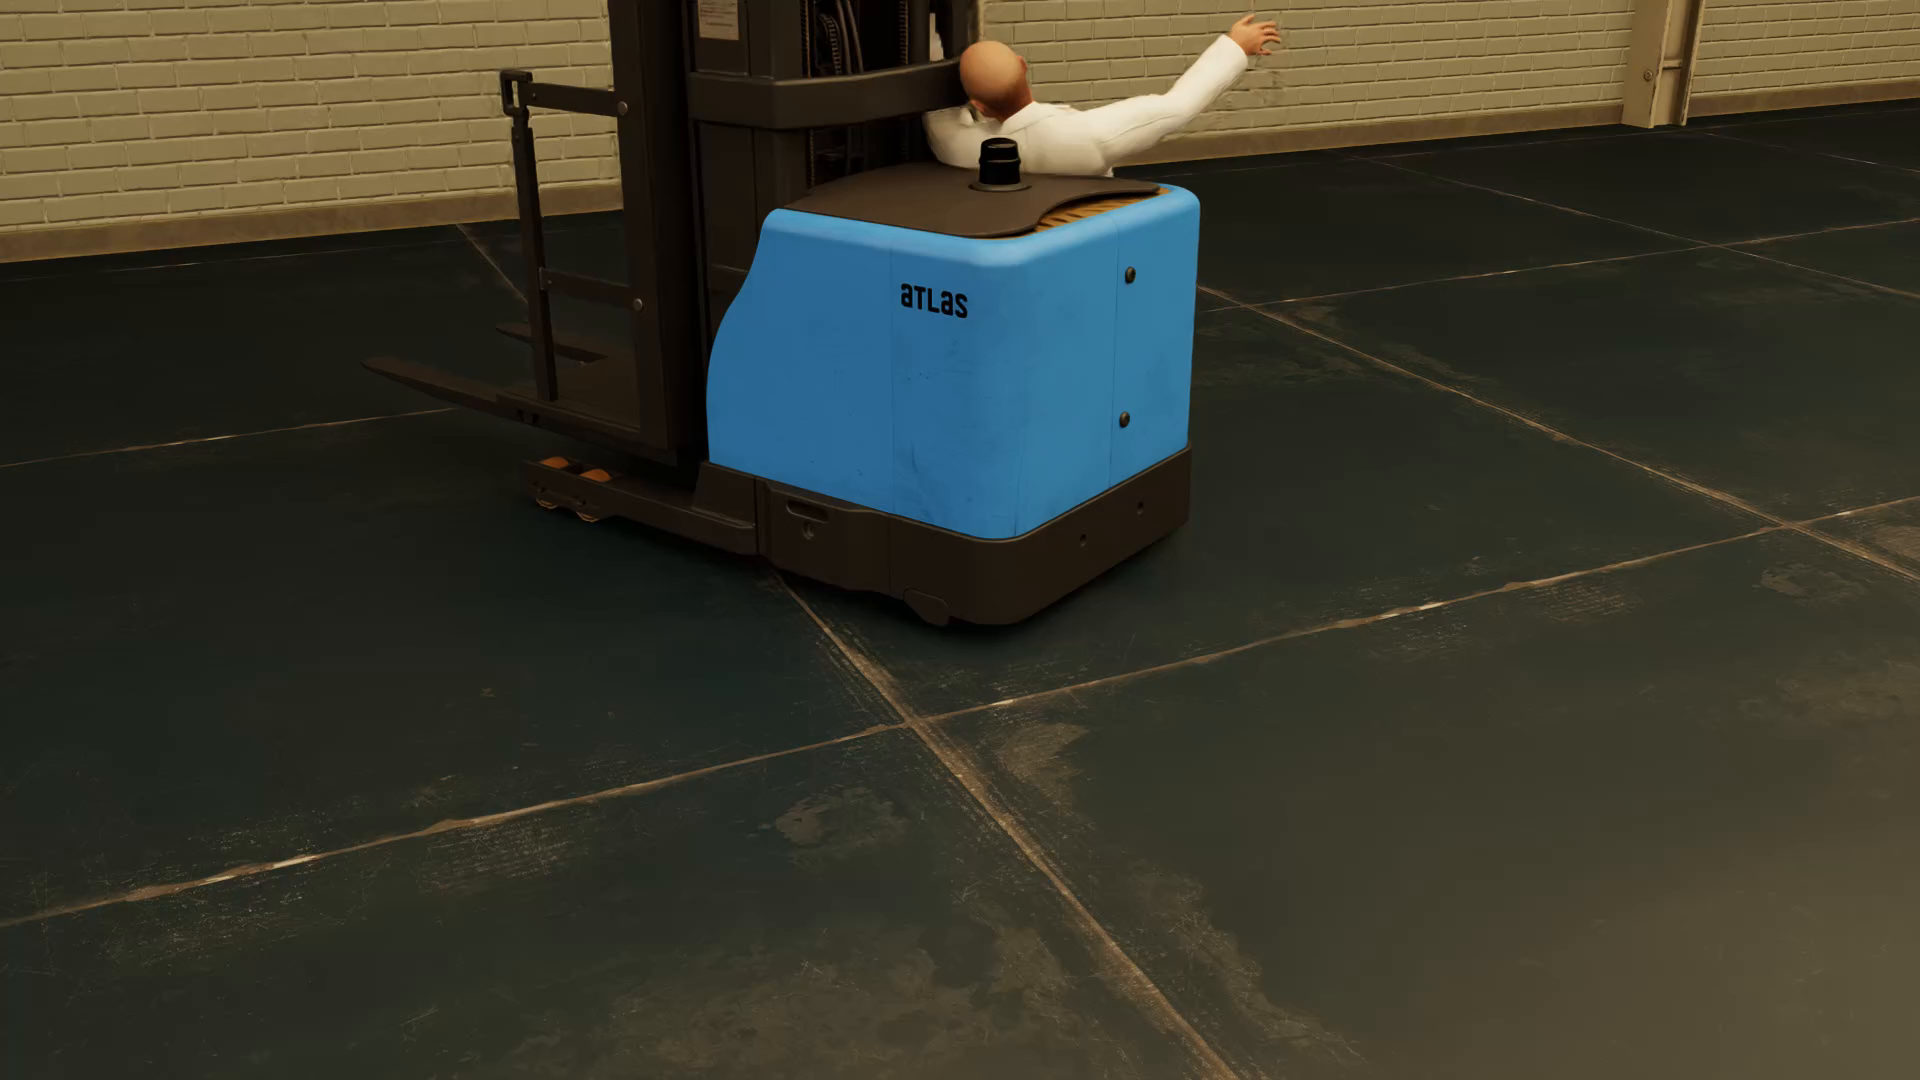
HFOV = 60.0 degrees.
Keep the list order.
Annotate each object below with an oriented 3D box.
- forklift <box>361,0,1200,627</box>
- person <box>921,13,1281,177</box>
[{"bbox_3d":[-0.786,-1.554,5.027,3.031,2.935,1.130,16,27,34],"label":"forklift"},{"bbox_3d":[0.382,-0.921,5.100,1.094,1.694,0.730,4,23,10],"label":"person"}]
